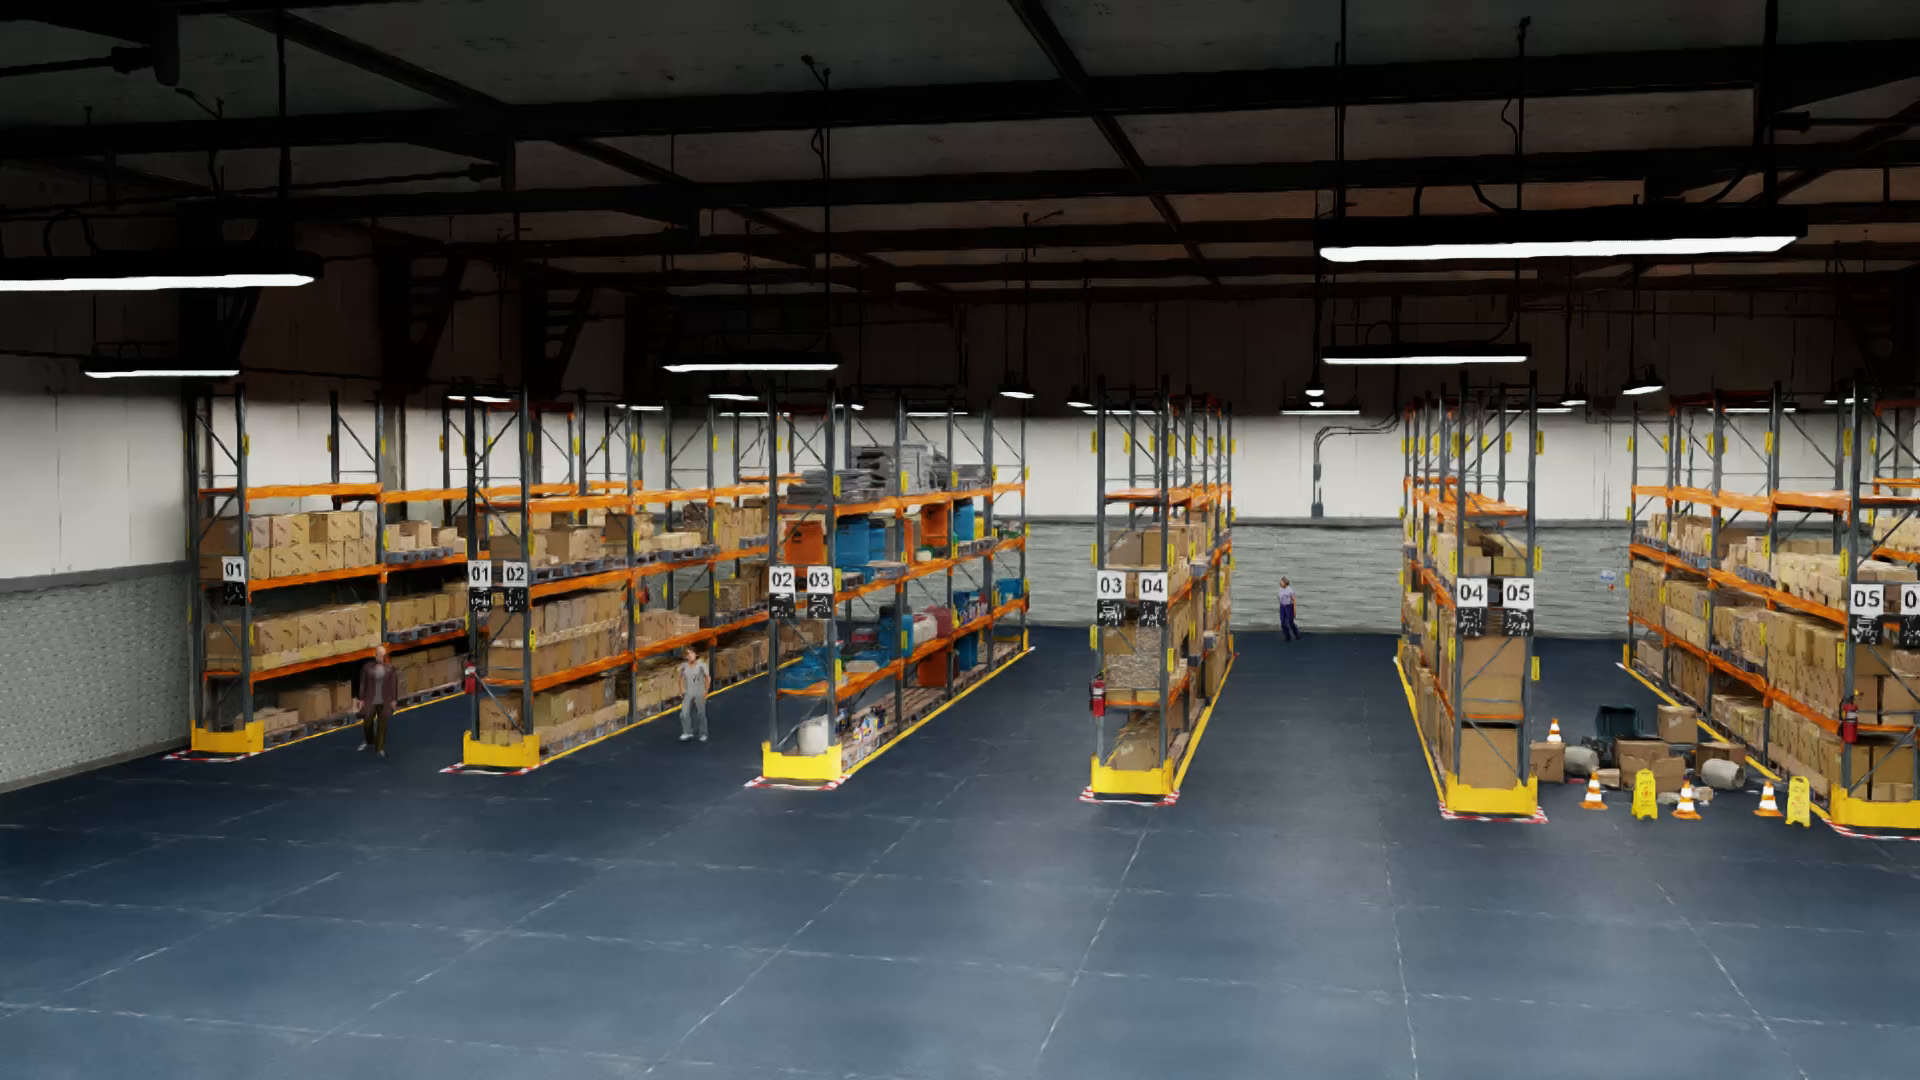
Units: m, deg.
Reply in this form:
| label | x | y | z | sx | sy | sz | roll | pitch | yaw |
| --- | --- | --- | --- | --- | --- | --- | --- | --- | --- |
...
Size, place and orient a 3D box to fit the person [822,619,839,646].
| label | x | y | z | sx | sy | sz | roll | pitch | yaw |
| --- | --- | --- | --- | --- | --- | --- | --- | --- | --- |
| person | -3.078 | 1.896 | 38.685 | 0.443 | 1.786 | 0.598 | -1 | 3 | -14 |

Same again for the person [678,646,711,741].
| label | x | y | z | sx | sy | sz | roll | pitch | yaw |
| --- | --- | --- | --- | --- | --- | --- | --- | --- | --- |
| person | -4.483 | 2.593 | 28.103 | 0.580 | 1.618 | 0.507 | 1 | 3 | 10 |

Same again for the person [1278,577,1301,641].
| label | x | y | z | sx | sy | sz | roll | pitch | yaw |
| --- | --- | --- | --- | --- | --- | --- | --- | --- | --- |
| person | 8.420 | 1.761 | 42.485 | 0.536 | 1.637 | 0.556 | -3 | 4 | -40 |

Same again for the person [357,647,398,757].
| label | x | y | z | sx | sy | sz | roll | pitch | yaw |
| --- | --- | --- | --- | --- | --- | --- | --- | --- | --- |
| person | -9.391 | 2.588 | 26.793 | 0.622 | 1.773 | 0.580 | -1 | 4 | -23 |
